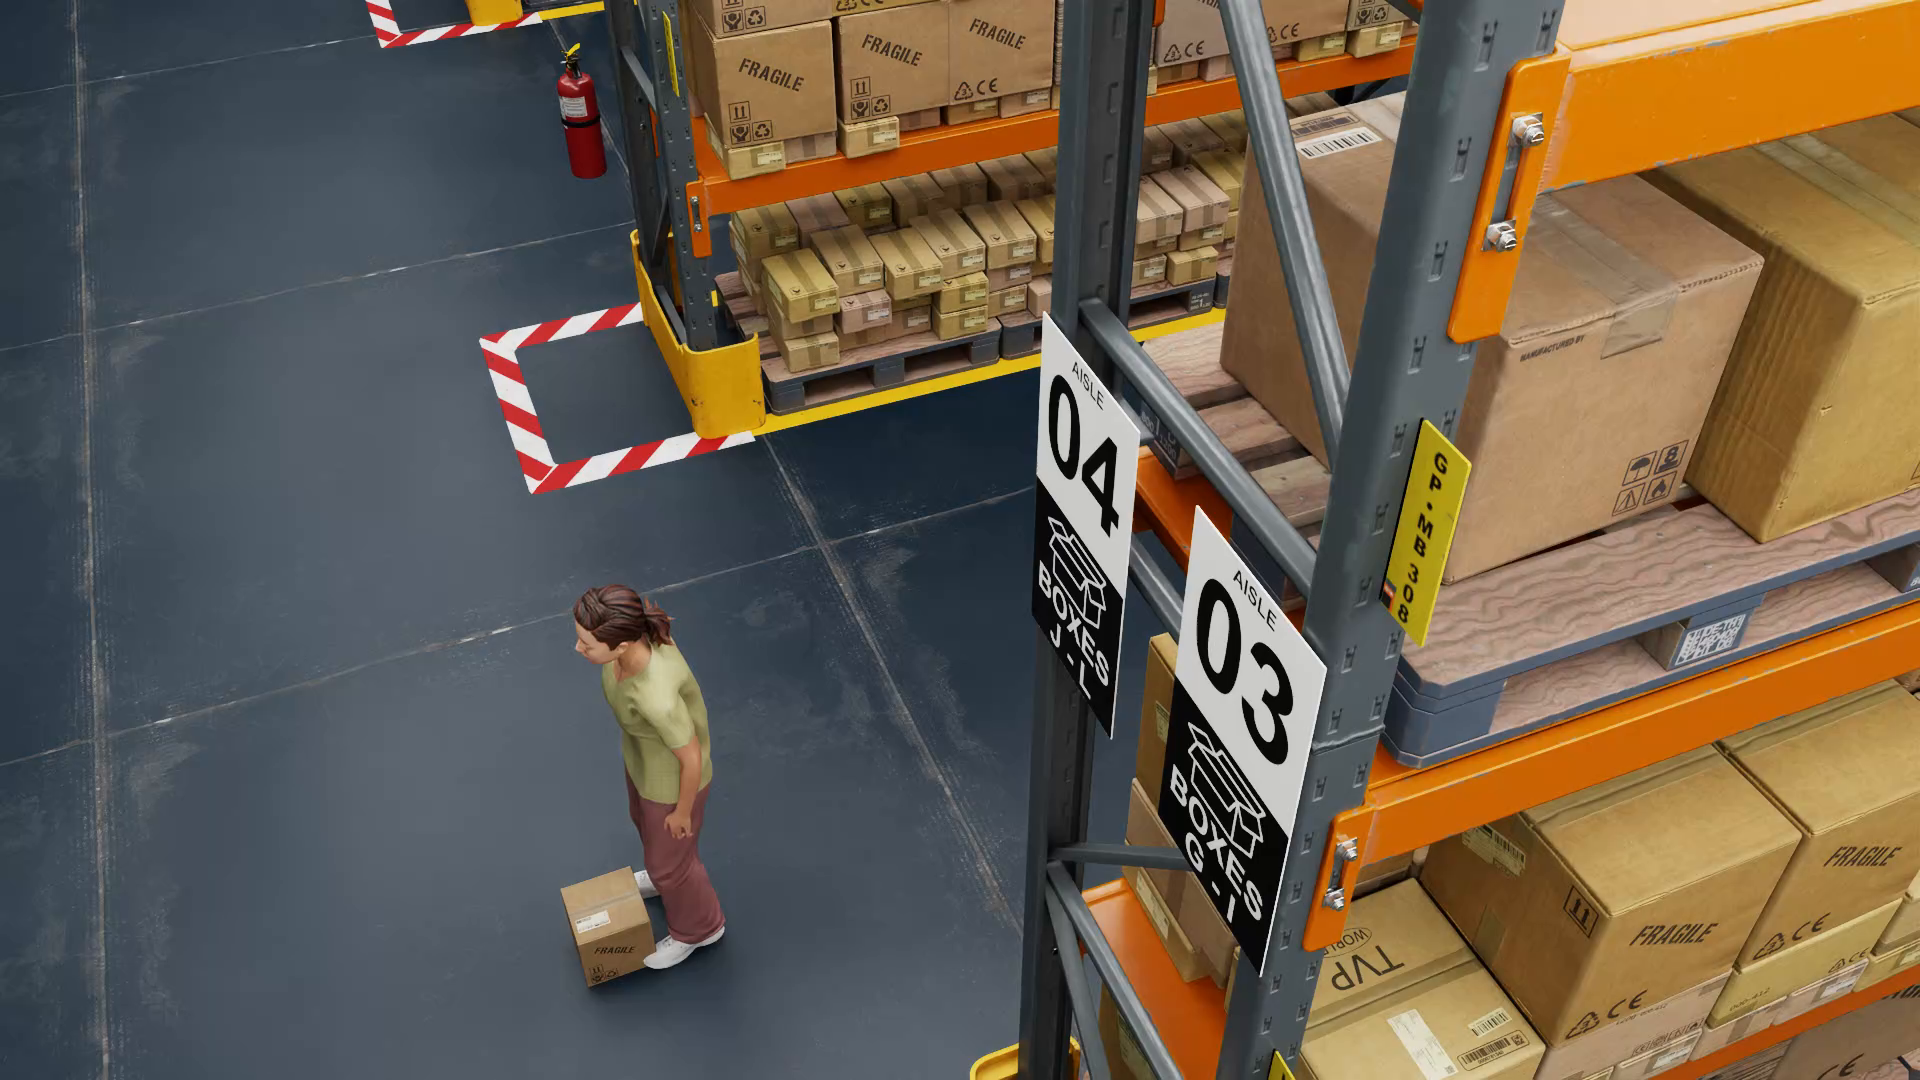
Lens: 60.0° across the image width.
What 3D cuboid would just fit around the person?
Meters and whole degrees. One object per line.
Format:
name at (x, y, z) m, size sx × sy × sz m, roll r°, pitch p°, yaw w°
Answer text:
person at (-0.981, 0.739, 5.338) m, size 0.364 × 1.671 × 0.520 m, roll -18°, pitch 45°, yaw -19°
